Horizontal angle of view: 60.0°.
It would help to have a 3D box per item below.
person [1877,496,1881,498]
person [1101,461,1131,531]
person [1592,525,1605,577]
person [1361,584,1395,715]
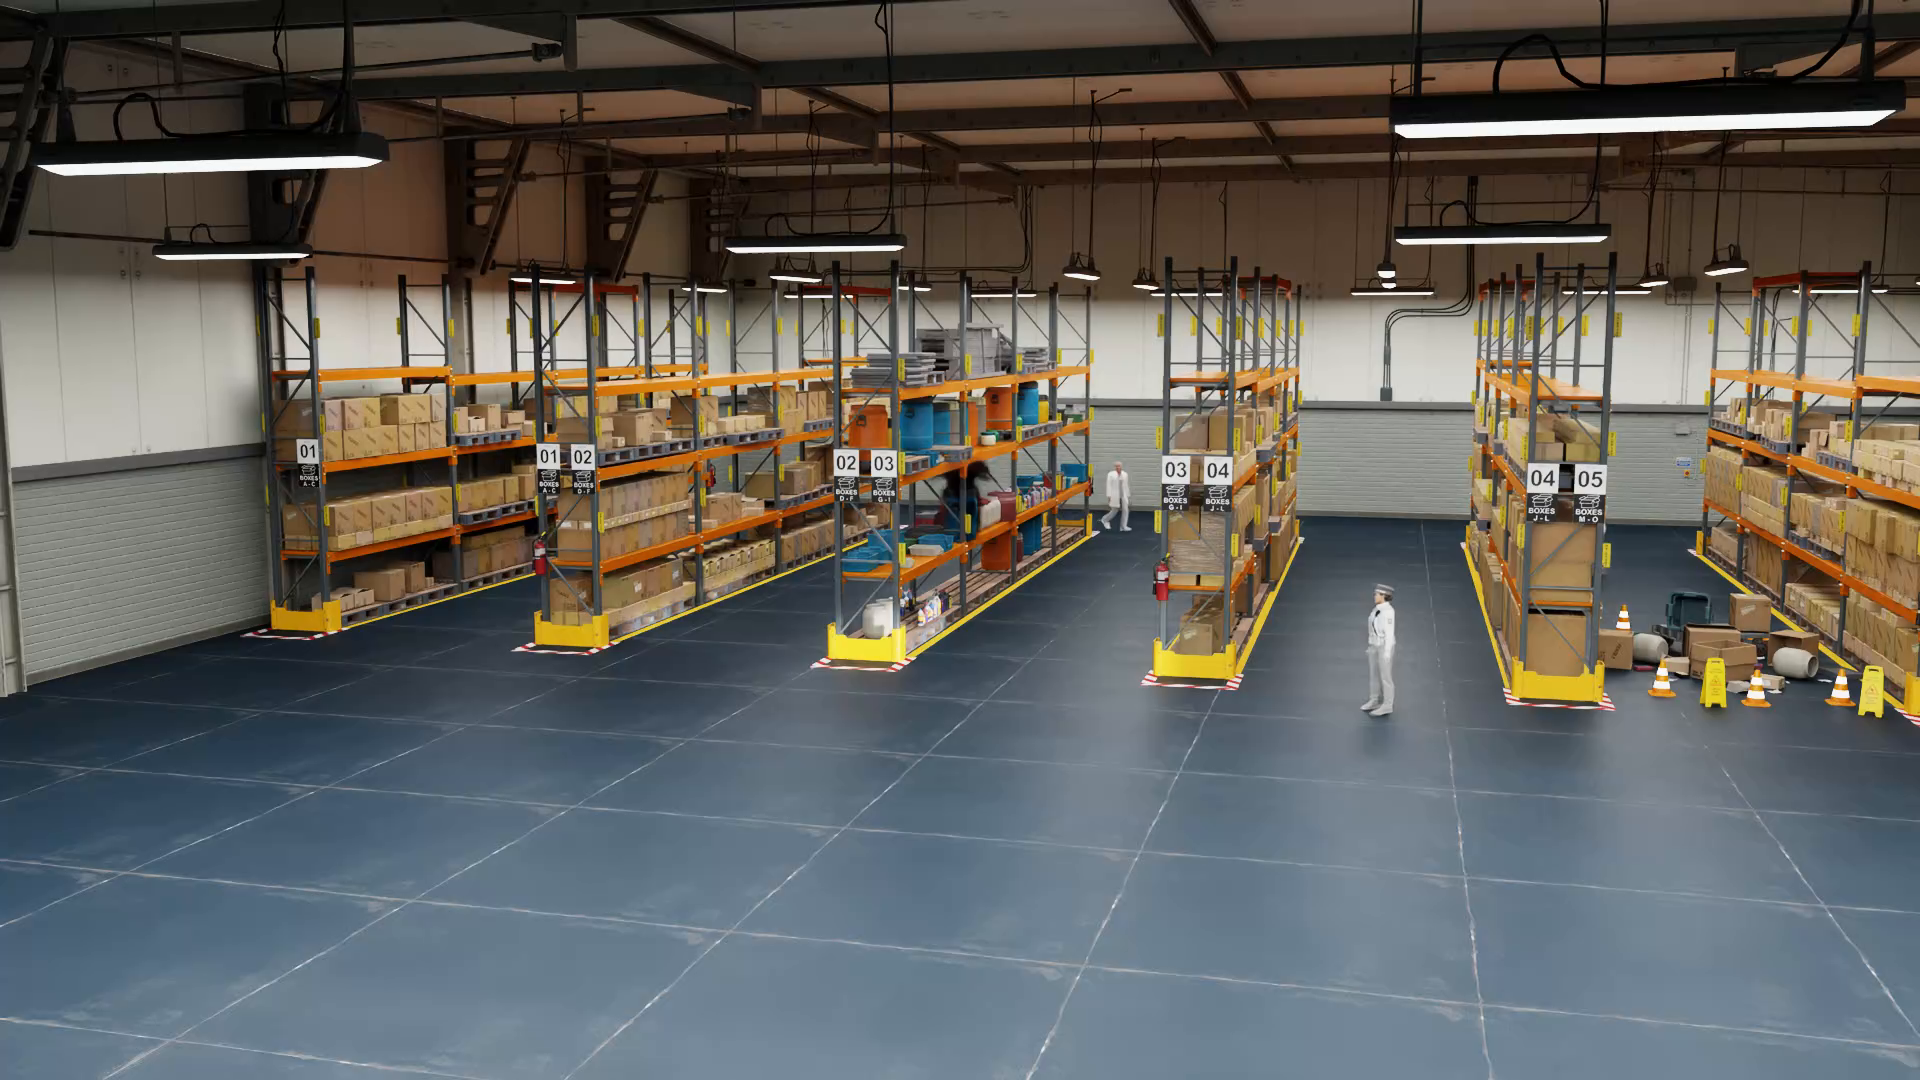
[{"bbox_3d":[17.893,0.009,32.546,0.404,1.754,0.582,3,8,25],"label":"person"},{"bbox_3d":[3.892,-1.093,41.181,0.624,1.739,0.900,-5,9,-35],"label":"person"},{"bbox_3d":[12.875,-0.157,33.728,0.397,1.783,0.544,5,9,32],"label":"person"},{"bbox_3d":[5.486,1.413,21.735,0.367,1.691,0.523,-3,8,-20],"label":"person"}]
